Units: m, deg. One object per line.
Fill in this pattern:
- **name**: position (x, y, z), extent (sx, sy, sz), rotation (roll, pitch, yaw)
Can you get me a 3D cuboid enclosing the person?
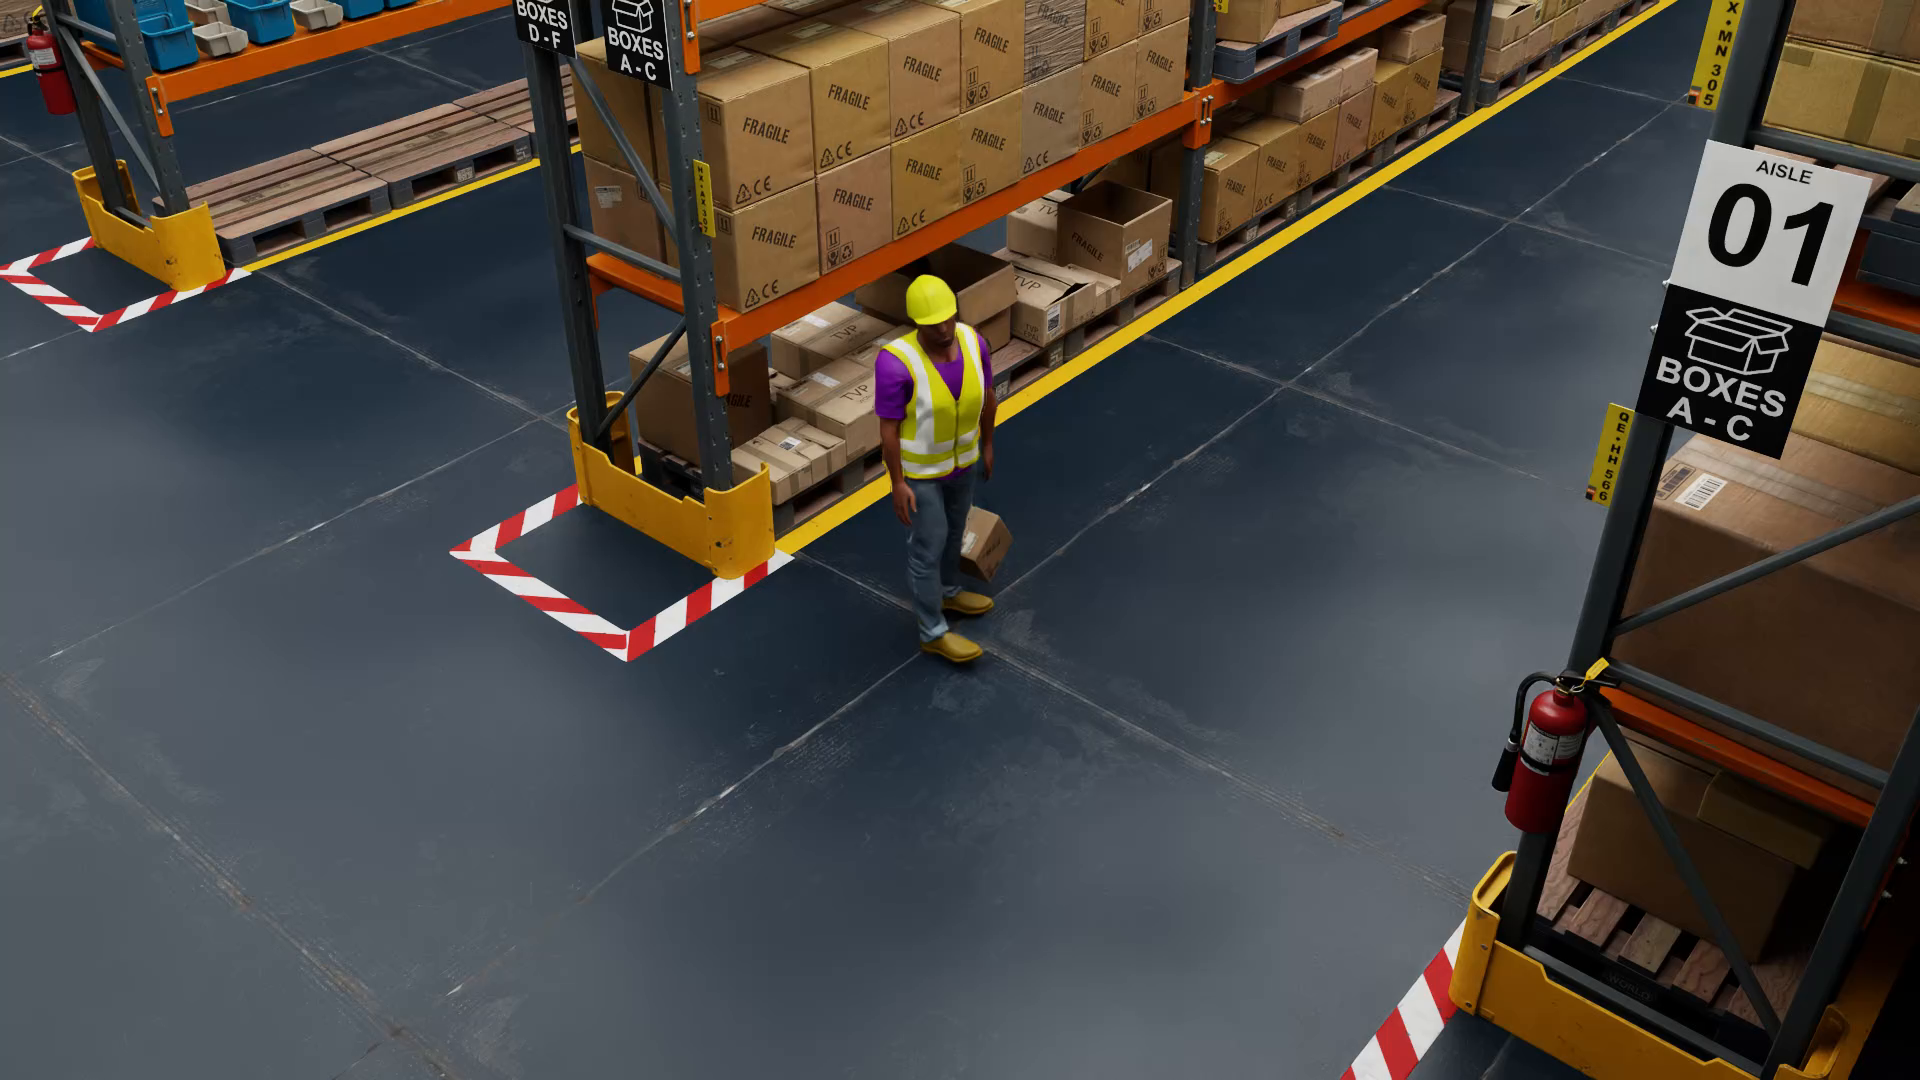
- **person**: position (-0.037, -0.294, 7.155), extent (0.624, 1.766, 0.539), rotation (-27, 43, -33)
